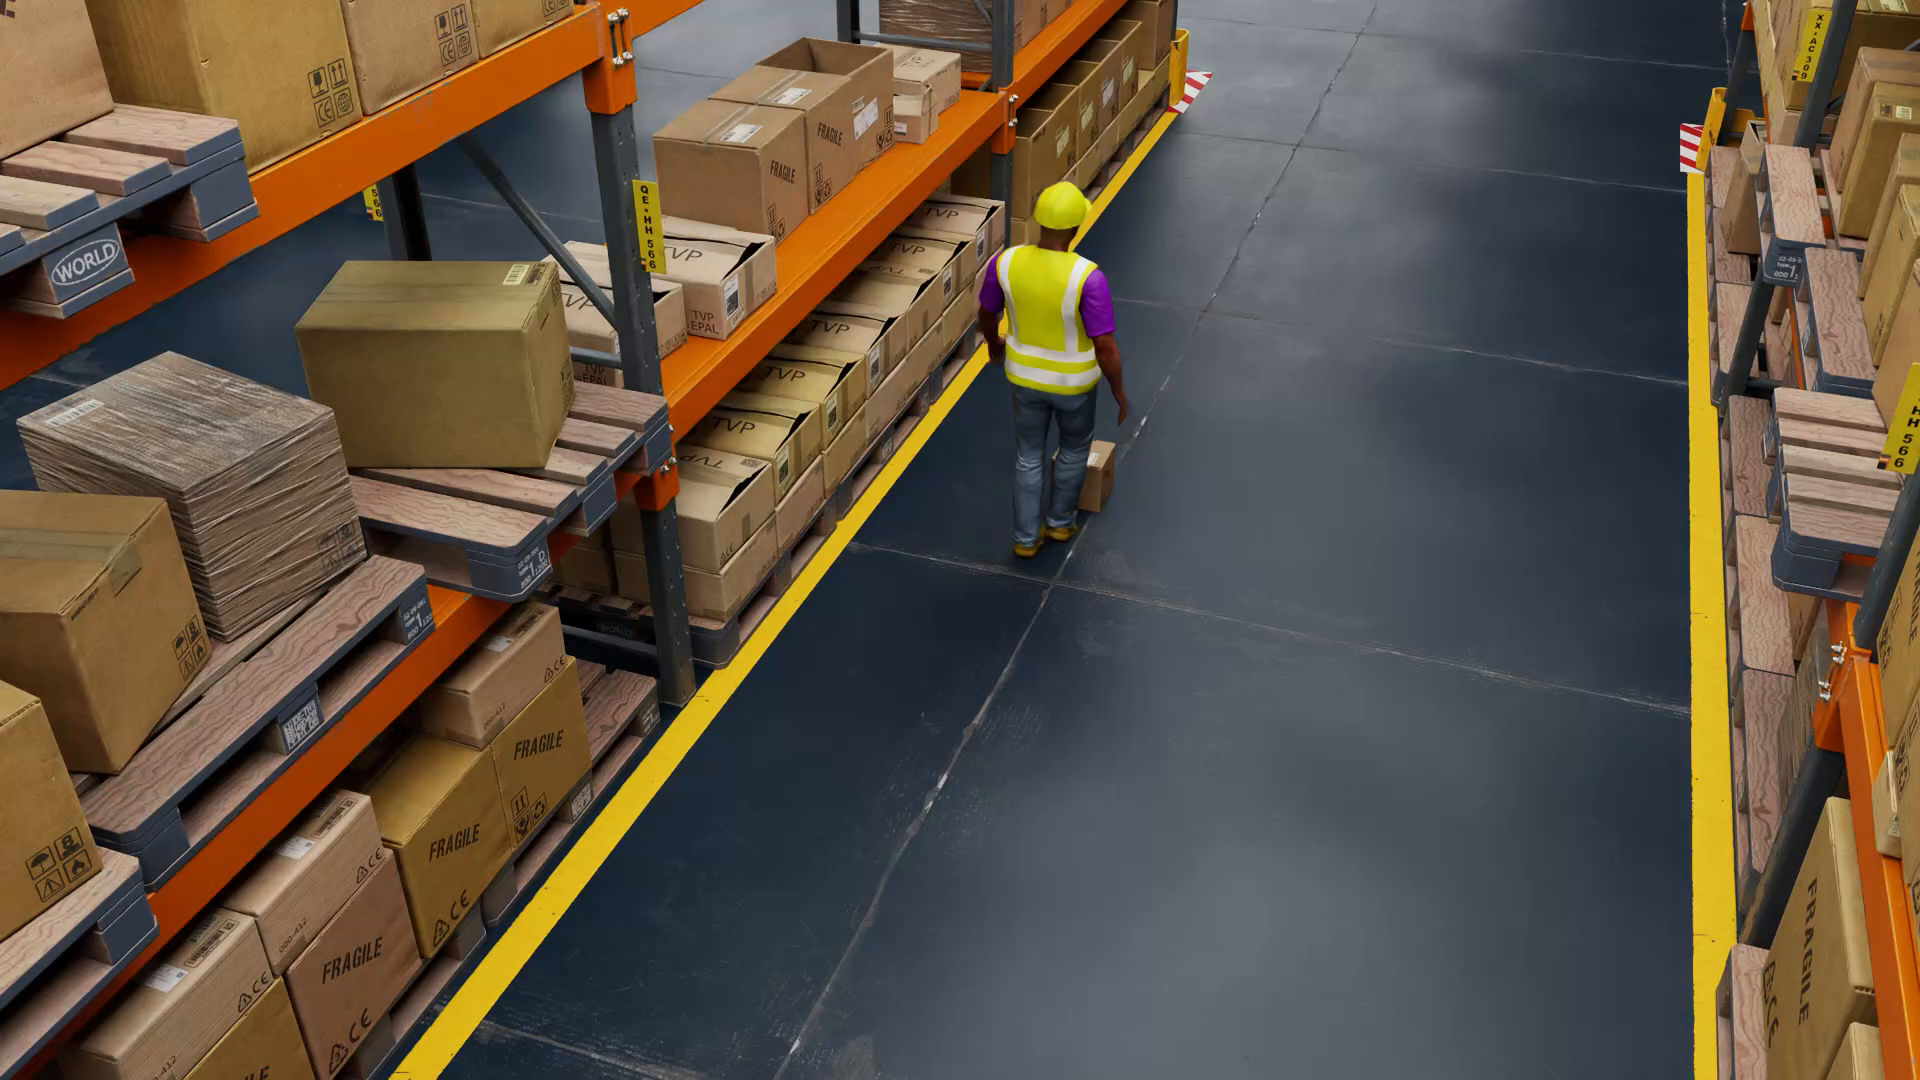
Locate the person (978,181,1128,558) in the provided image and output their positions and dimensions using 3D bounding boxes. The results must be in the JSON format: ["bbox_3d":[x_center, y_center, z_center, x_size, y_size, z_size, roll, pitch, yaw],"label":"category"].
[{"bbox_3d":[0.422,-0.719,7.283,0.718,1.822,0.502,12,35,18],"label":"person"}]
